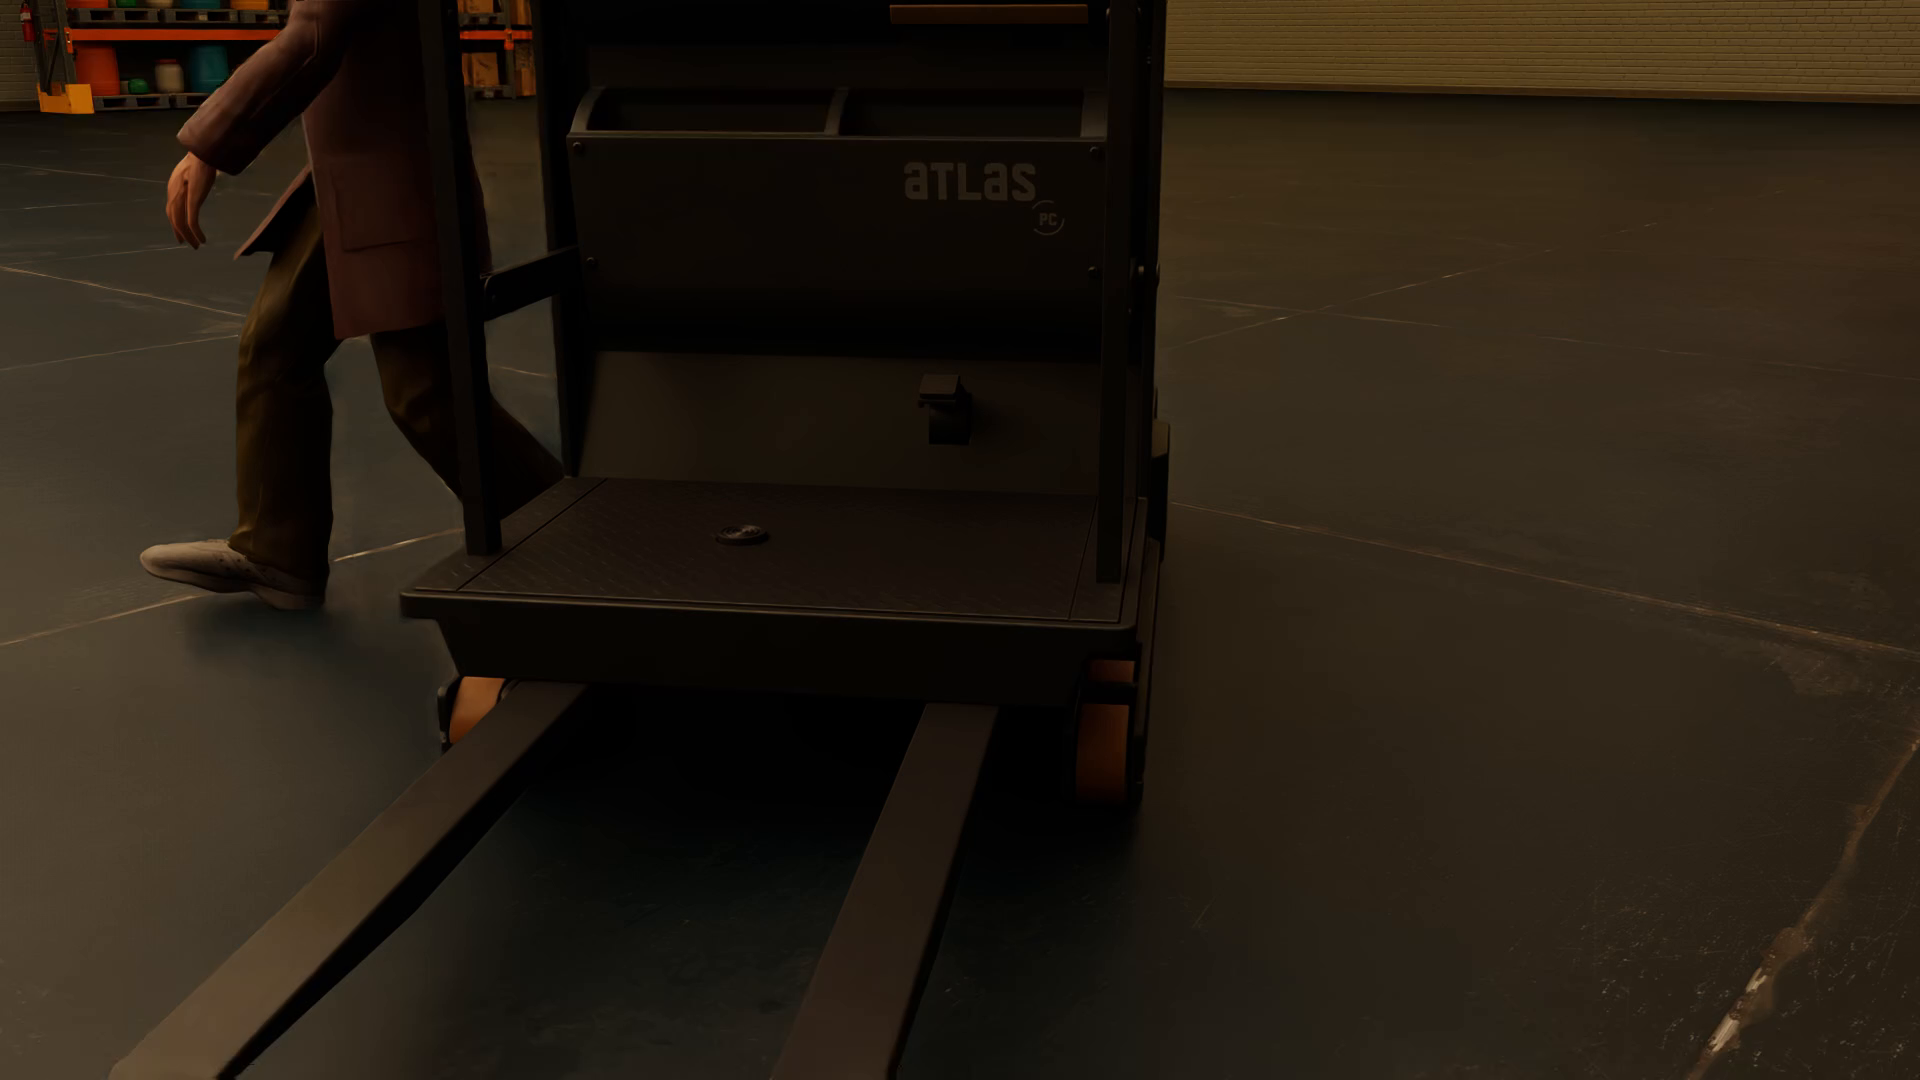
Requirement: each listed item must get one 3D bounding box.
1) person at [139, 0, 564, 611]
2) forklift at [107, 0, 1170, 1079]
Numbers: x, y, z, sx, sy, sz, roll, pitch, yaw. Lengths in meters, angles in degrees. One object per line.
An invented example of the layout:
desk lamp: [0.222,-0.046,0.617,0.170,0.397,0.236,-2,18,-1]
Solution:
person: [-1.182,-0.670,3.242,0.936,1.724,0.733,-8,19,-25]
forklift: [-0.230,-1.096,2.505,1.130,2.935,3.031,2,17,8]
